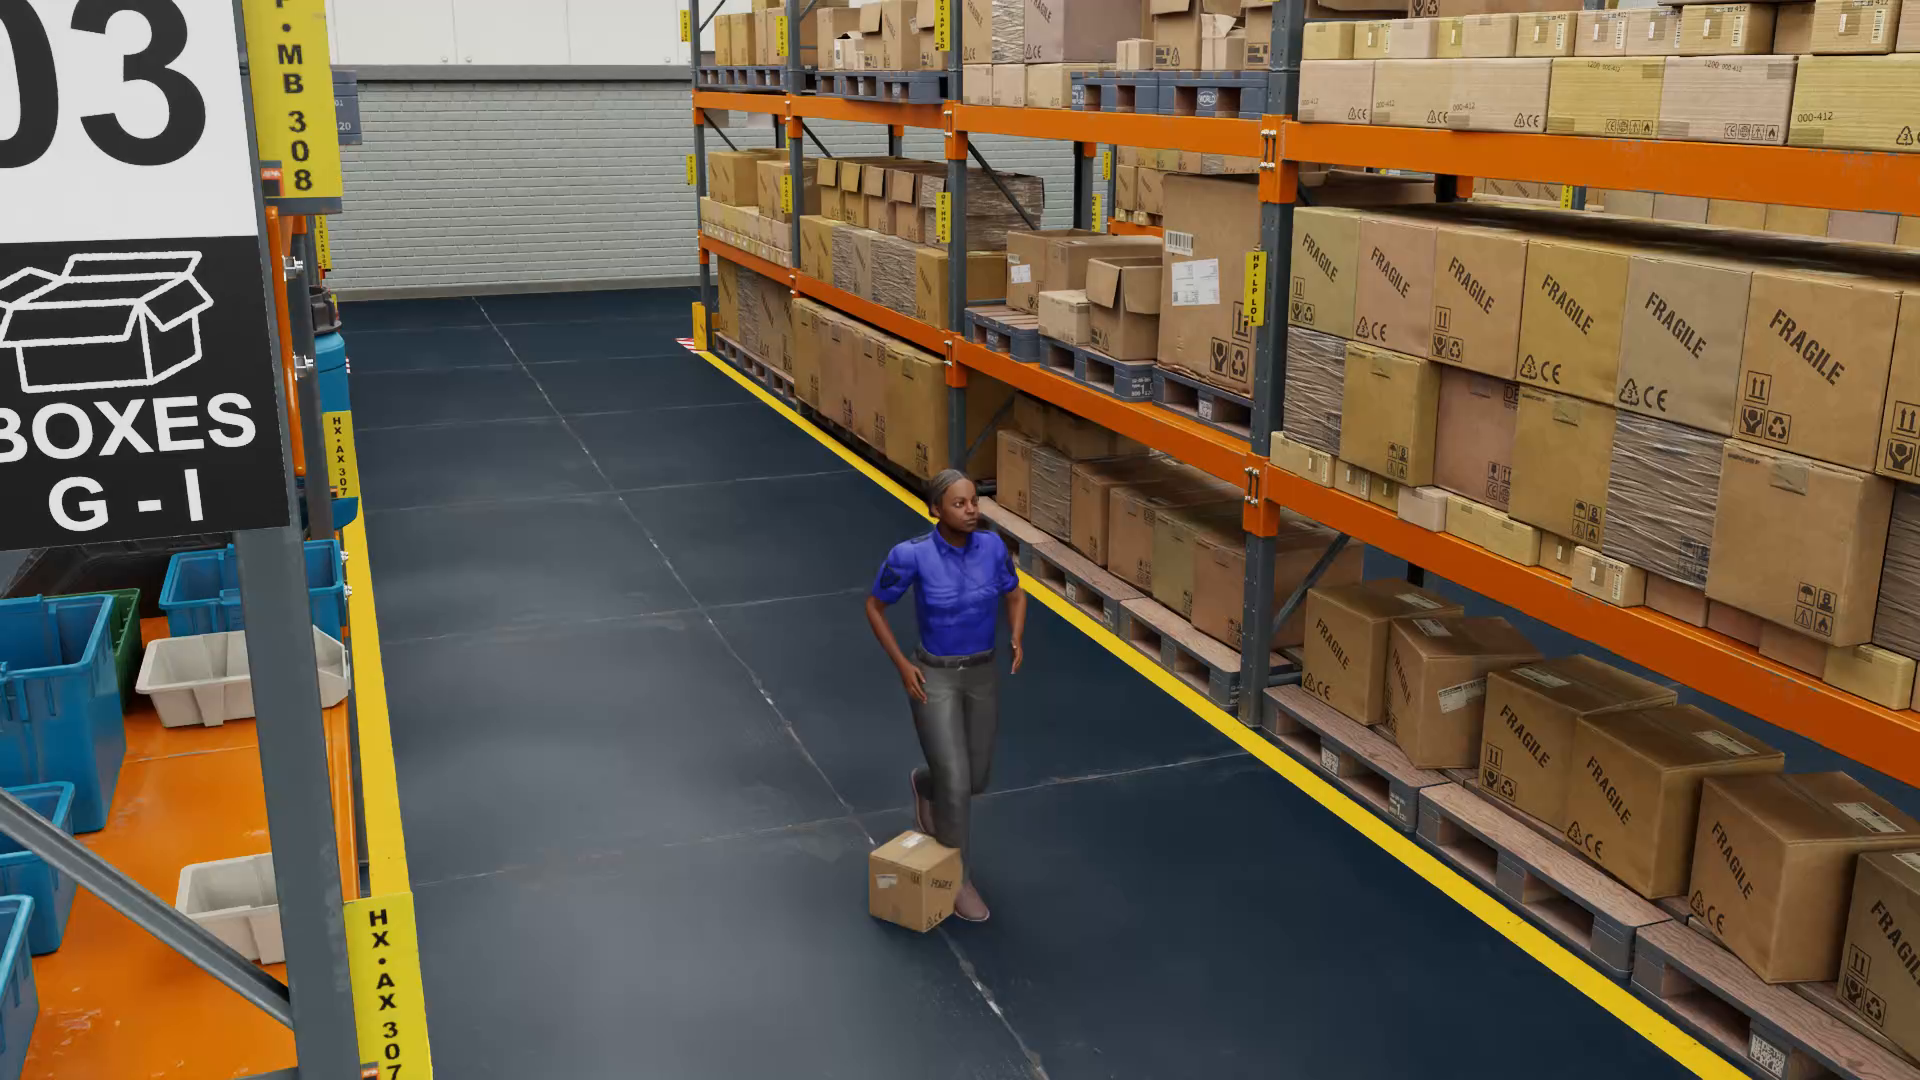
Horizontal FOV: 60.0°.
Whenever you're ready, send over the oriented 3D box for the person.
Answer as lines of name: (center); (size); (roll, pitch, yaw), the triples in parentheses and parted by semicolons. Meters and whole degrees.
person: (-0.041, 0.527, 6.233); (0.605, 1.653, 0.750); (-8, 18, -26)
